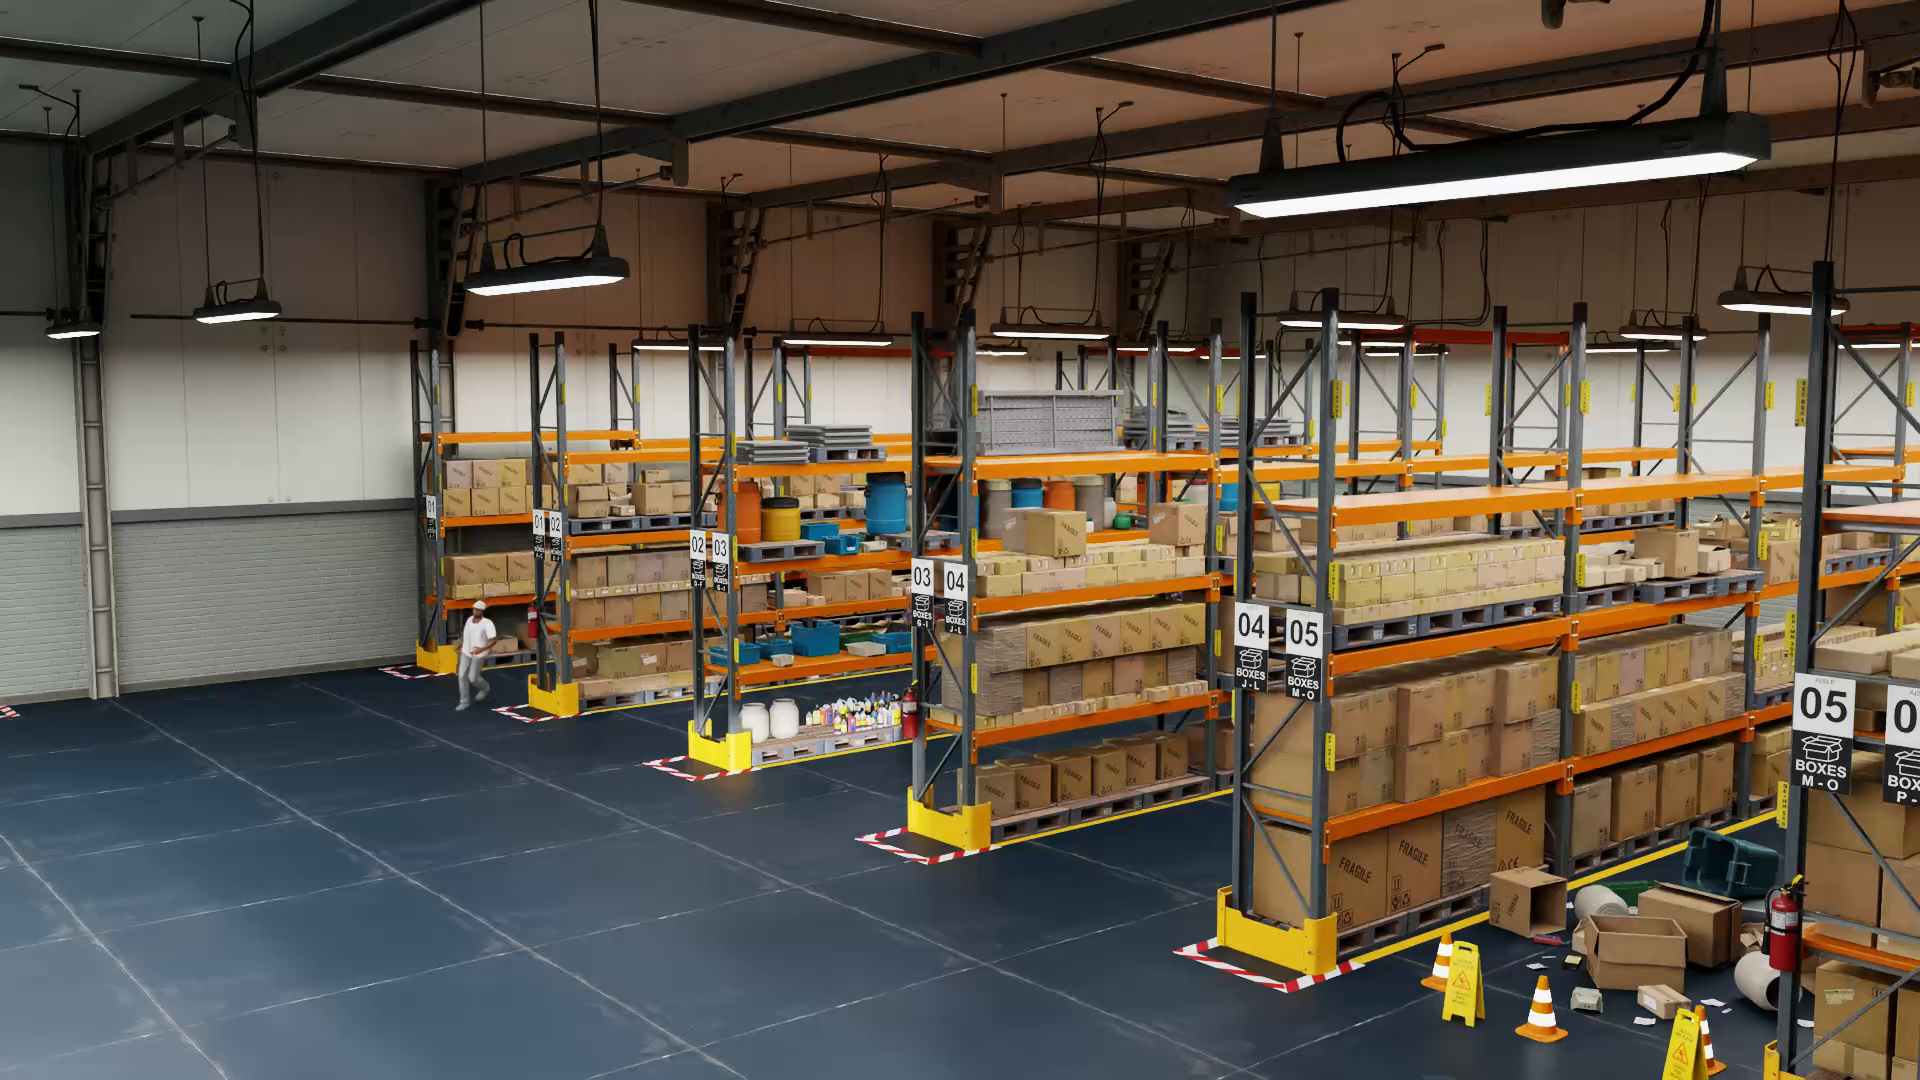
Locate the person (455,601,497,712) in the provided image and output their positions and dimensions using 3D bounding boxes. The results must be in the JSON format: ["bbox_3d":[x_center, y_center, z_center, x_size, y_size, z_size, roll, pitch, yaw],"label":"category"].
[{"bbox_3d":[-7.745,1.844,26.701,0.738,1.739,0.778,2,6,20],"label":"person"}]

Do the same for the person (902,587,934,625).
[{"bbox_3d":[-0.750,1.558,27.515,0.555,1.570,0.560,-4,7,-37],"label":"person"}]
